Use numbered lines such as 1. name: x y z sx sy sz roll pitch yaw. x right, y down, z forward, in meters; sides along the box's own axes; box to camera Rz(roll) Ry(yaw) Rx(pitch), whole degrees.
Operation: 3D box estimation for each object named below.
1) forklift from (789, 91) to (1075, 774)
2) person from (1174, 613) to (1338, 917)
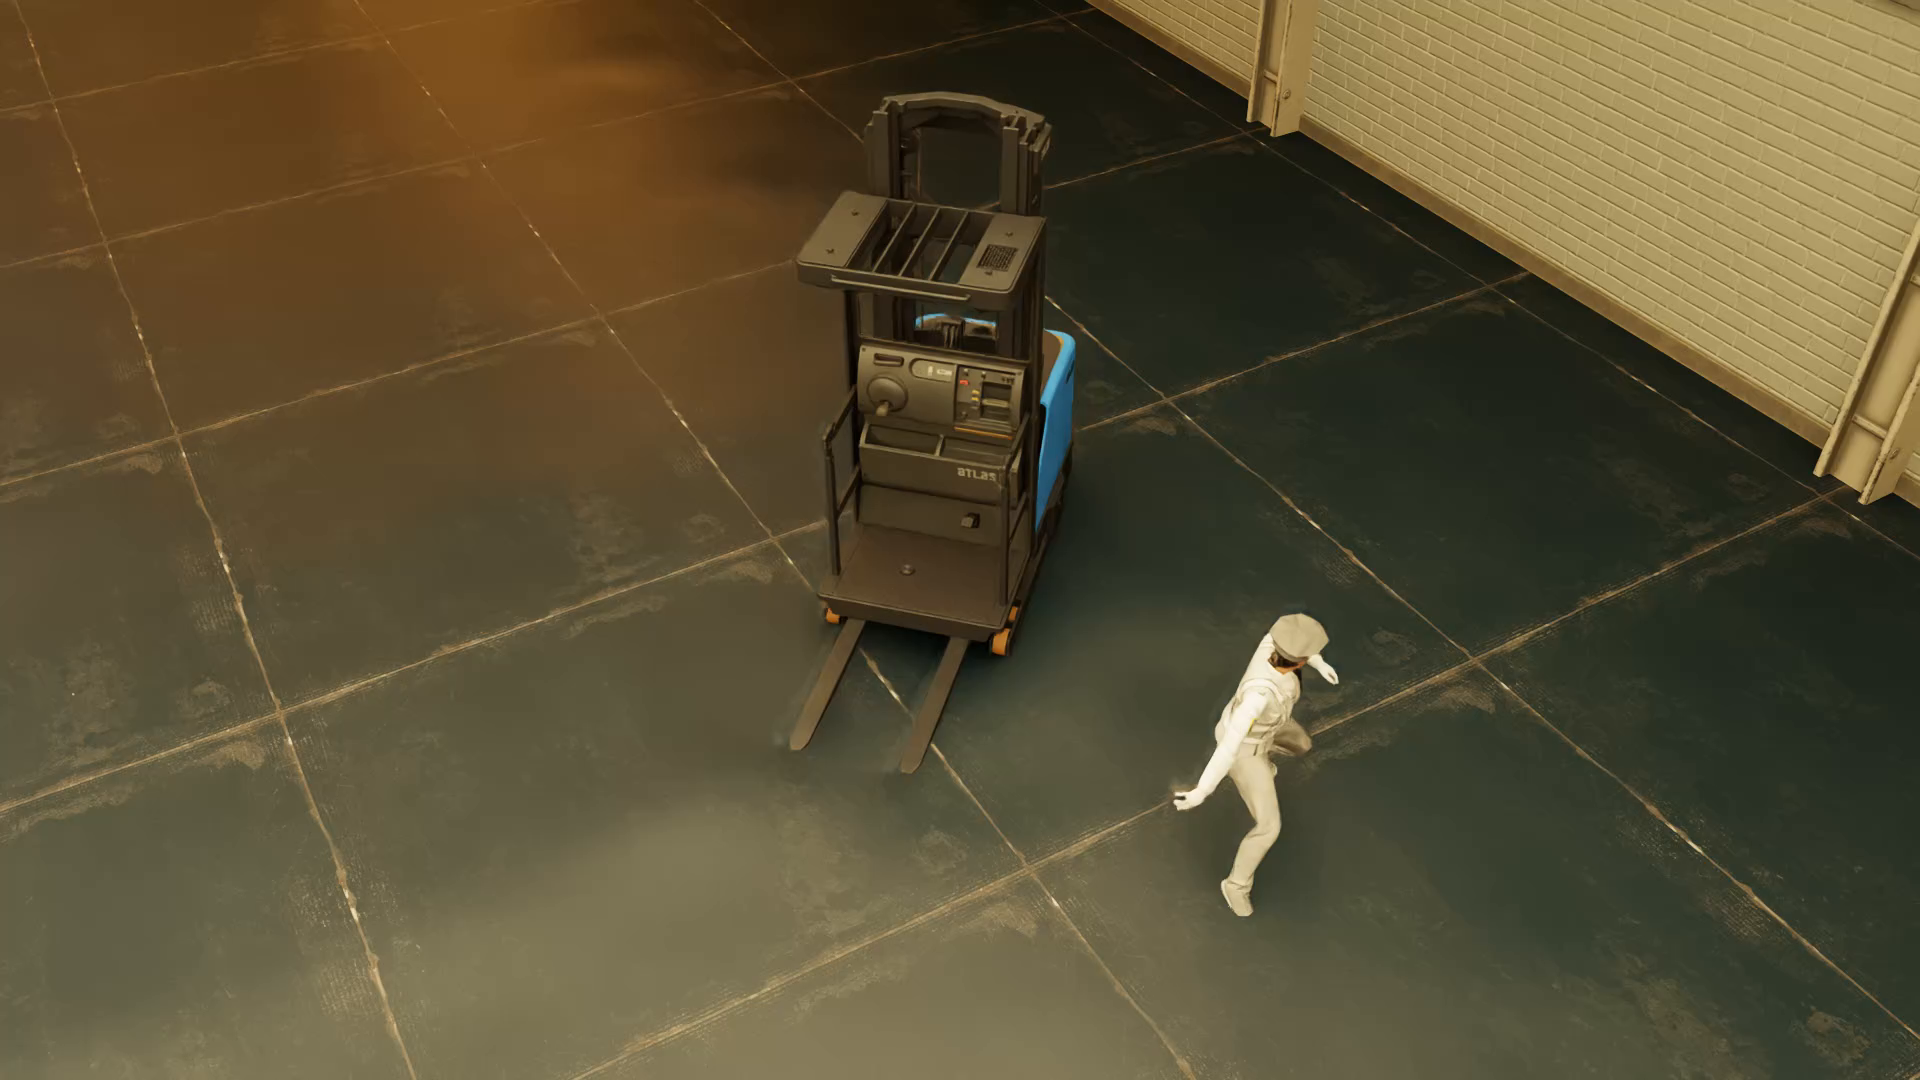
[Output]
1. forklift: -0.164 -0.744 8.933 1.130 2.935 3.031 10 41 12
2. person: 1.432 1.002 8.008 0.521 1.589 1.098 20 44 23
